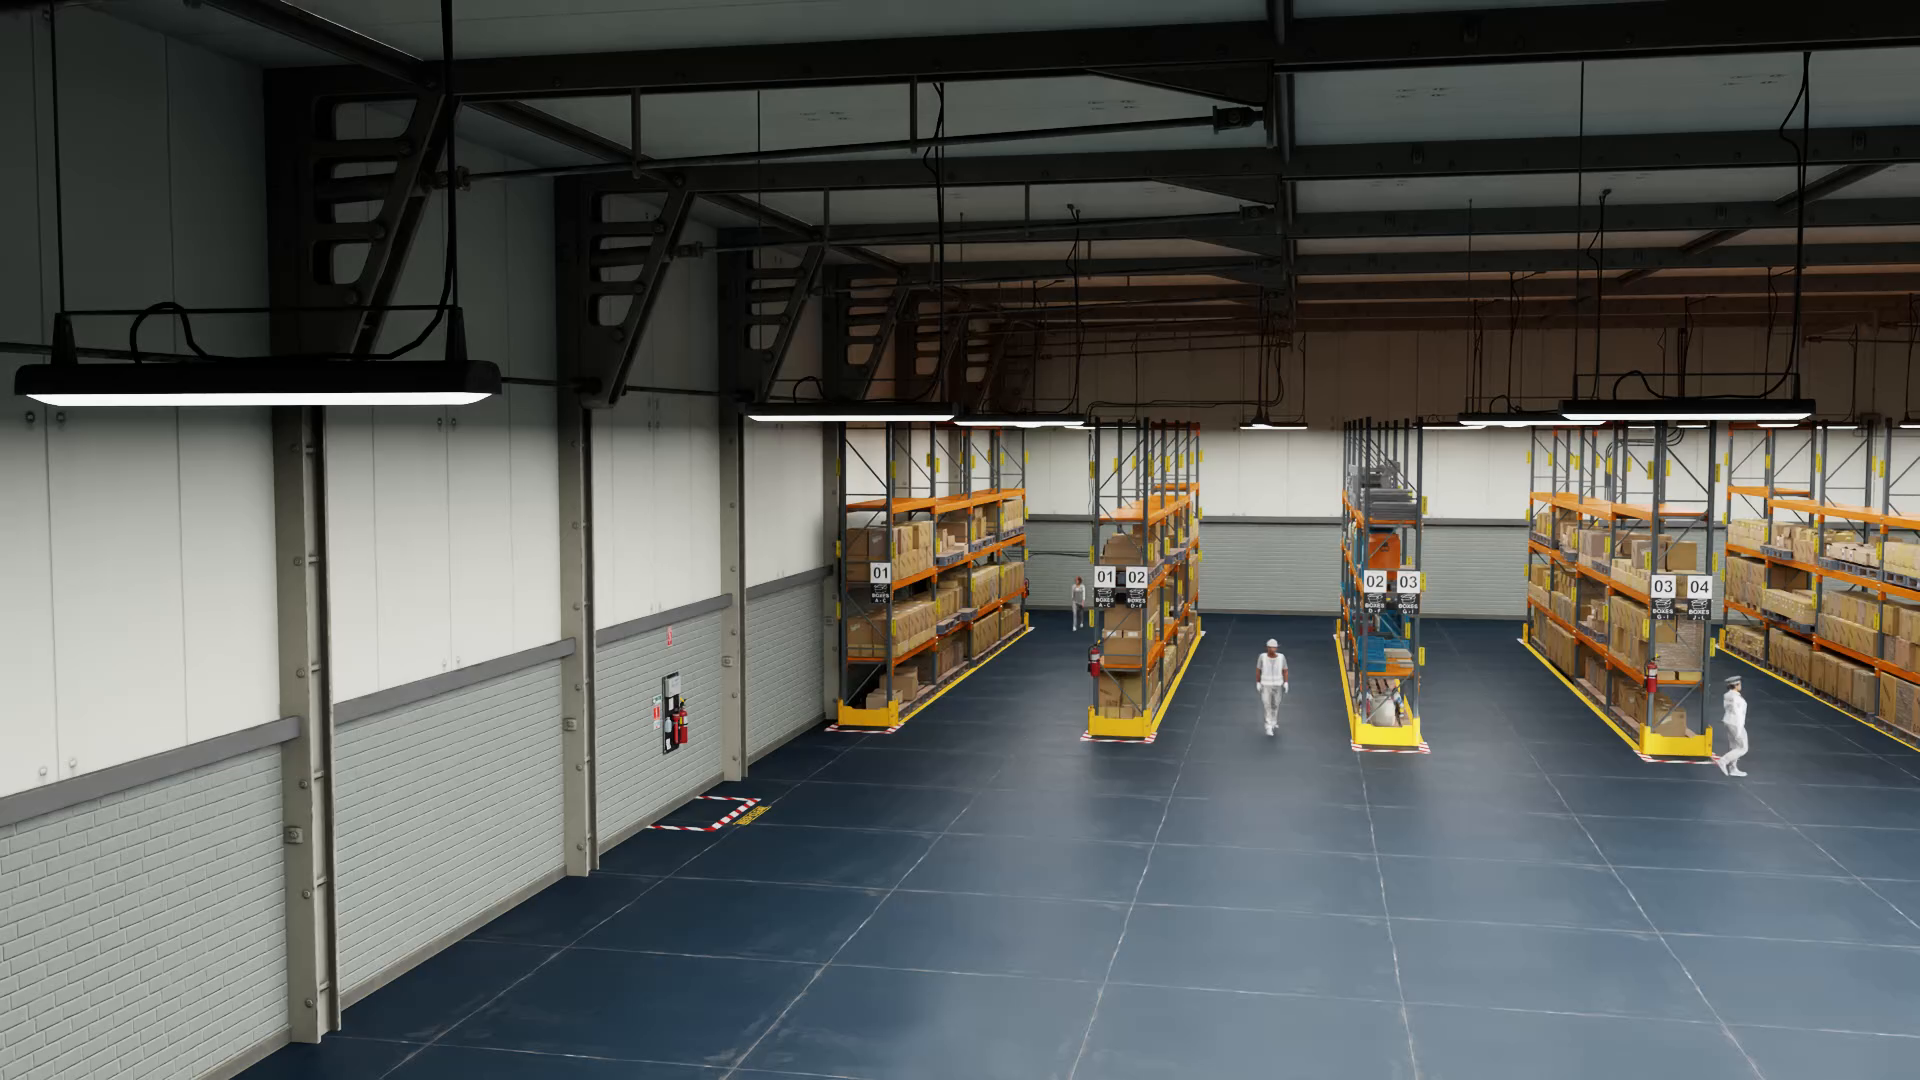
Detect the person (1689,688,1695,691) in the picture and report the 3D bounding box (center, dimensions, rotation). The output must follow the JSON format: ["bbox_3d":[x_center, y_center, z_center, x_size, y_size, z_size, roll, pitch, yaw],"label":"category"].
[{"bbox_3d":[16.288,2.472,37.098,0.592,1.698,0.796,2,4,23],"label":"person"}]

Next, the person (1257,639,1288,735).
[{"bbox_3d":[5.962,2.778,31.700,0.570,1.775,0.853,0,4,1],"label":"person"}]

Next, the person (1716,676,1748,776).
[{"bbox_3d":[12.785,3.083,27.551,0.563,1.676,0.502,0,4,0],"label":"person"}]

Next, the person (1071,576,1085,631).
[{"bbox_3d":[3.415,1.817,47.973,0.418,1.539,0.972,1,4,9],"label":"person"}]
